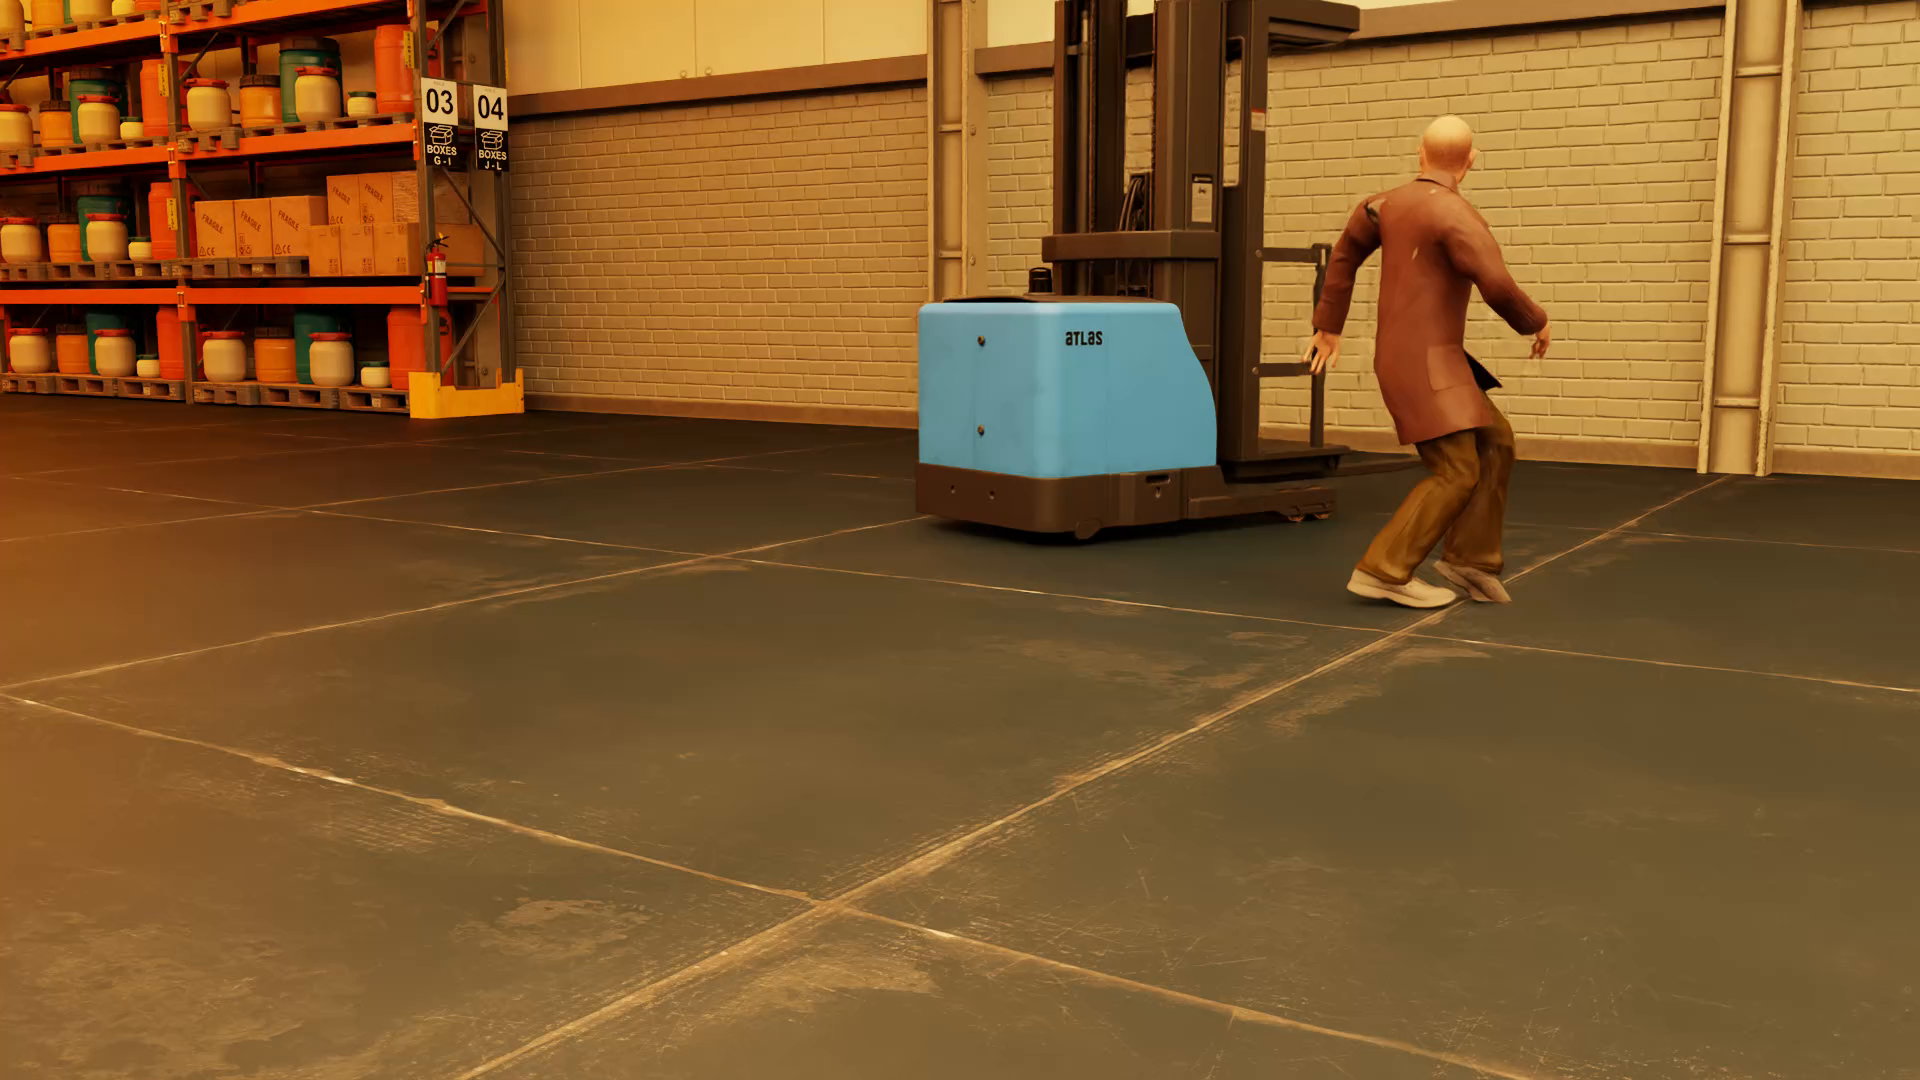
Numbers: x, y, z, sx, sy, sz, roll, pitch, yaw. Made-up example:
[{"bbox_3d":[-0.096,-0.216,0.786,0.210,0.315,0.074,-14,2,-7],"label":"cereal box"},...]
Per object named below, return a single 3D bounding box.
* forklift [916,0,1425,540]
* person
[{"bbox_3d":[1.271,-1.591,8.381,3.031,2.935,1.130,-6,10,-36],"label":"forklift"},{"bbox_3d":[1.657,-0.587,5.899,0.824,1.784,0.689,1,8,6],"label":"person"}]
